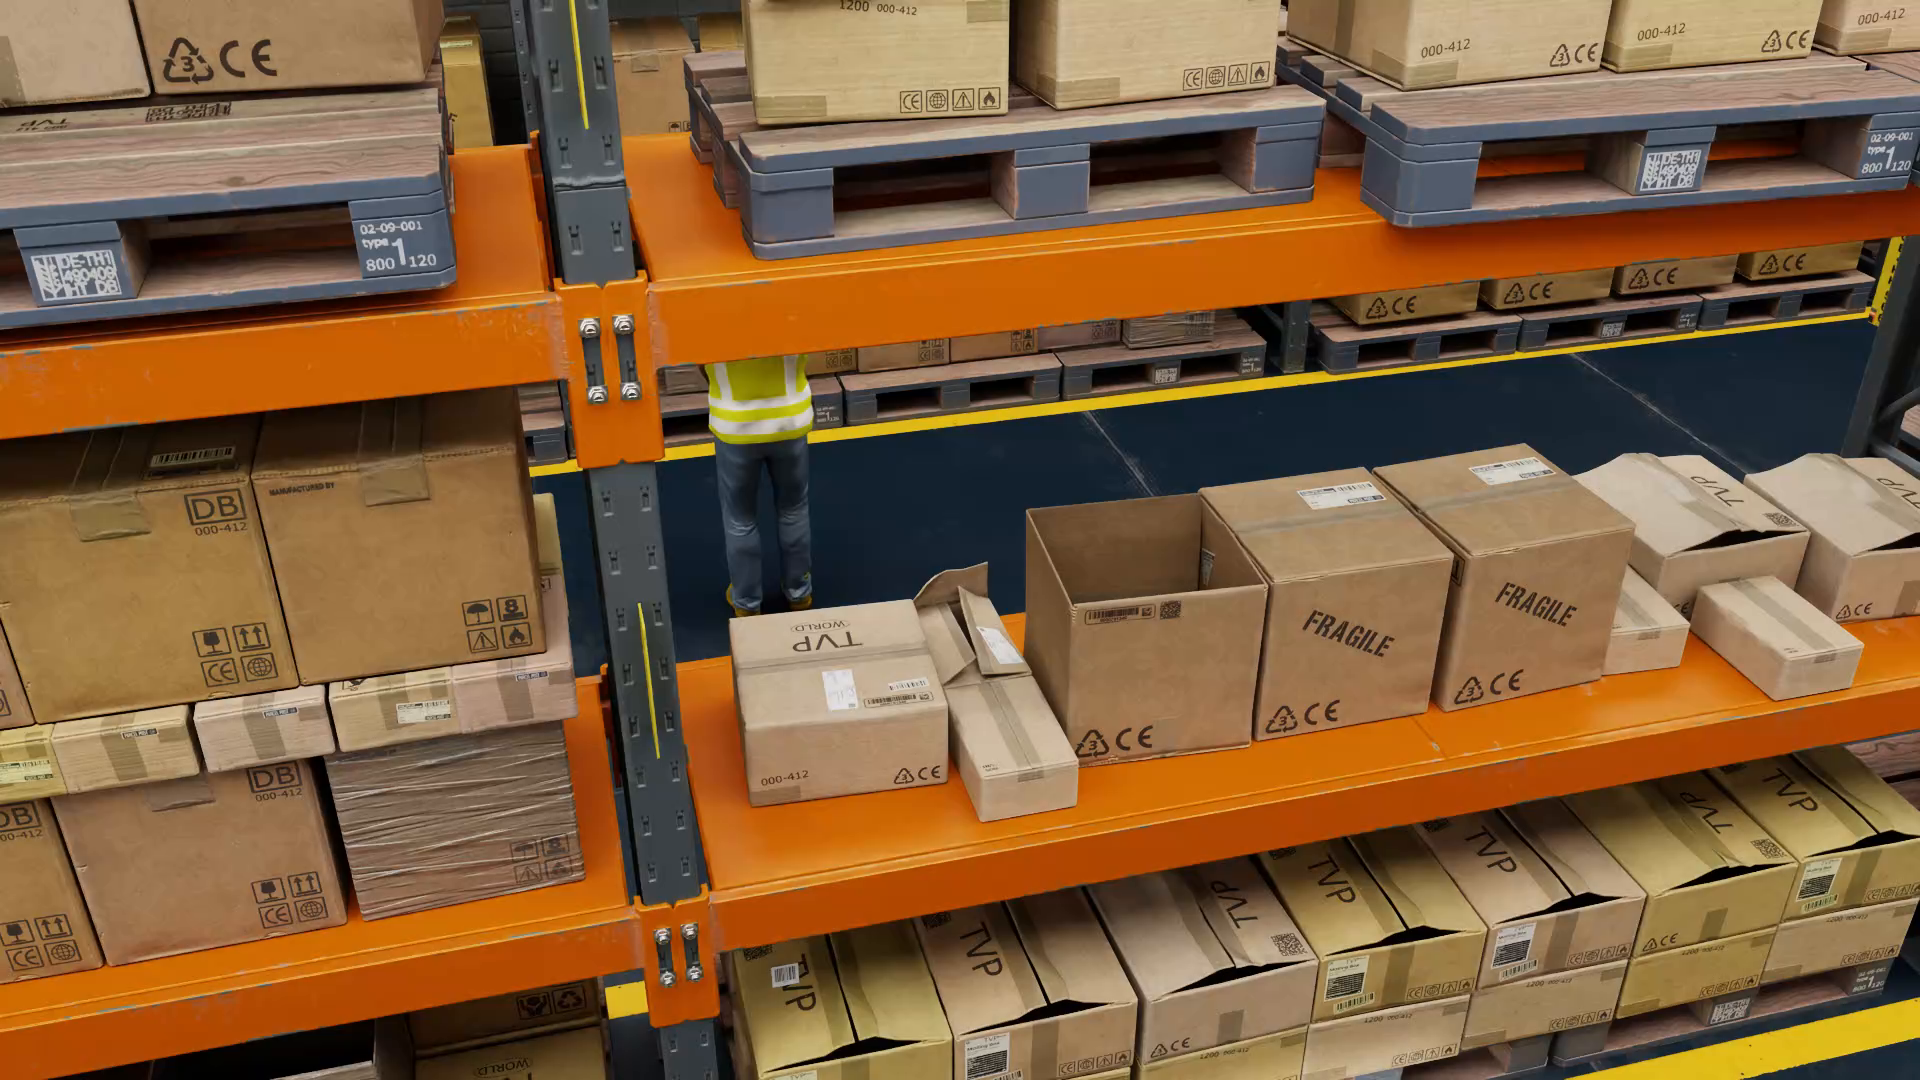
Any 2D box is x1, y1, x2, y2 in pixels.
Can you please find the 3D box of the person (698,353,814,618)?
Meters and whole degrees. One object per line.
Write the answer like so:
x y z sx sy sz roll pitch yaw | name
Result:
-0.859 -0.508 6.987 0.504 1.761 0.581 -7 31 -11 | person
